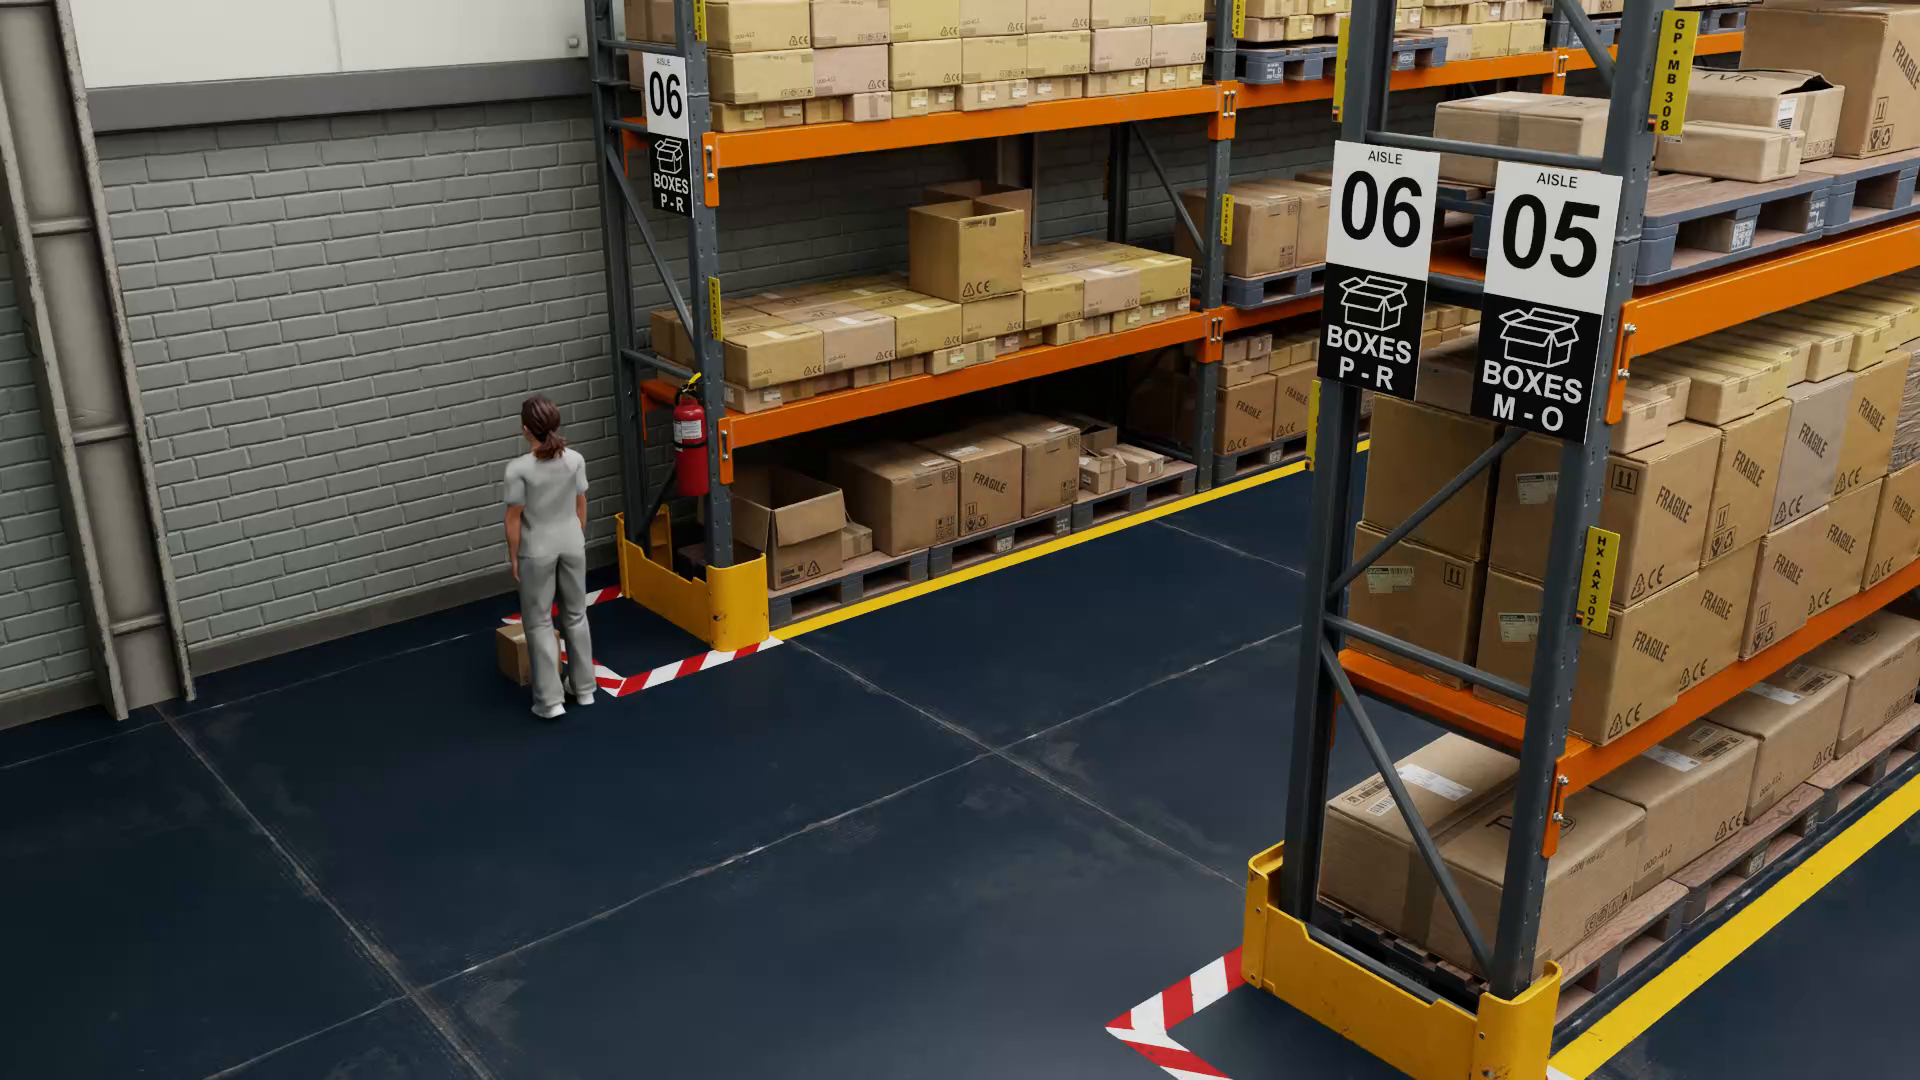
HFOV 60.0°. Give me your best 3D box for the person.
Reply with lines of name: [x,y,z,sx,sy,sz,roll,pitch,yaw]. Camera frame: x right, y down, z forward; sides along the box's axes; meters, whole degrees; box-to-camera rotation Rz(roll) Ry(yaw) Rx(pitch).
person: [-2.071,0.105,8.396,0.442,1.728,0.407,-14,25,-32]
